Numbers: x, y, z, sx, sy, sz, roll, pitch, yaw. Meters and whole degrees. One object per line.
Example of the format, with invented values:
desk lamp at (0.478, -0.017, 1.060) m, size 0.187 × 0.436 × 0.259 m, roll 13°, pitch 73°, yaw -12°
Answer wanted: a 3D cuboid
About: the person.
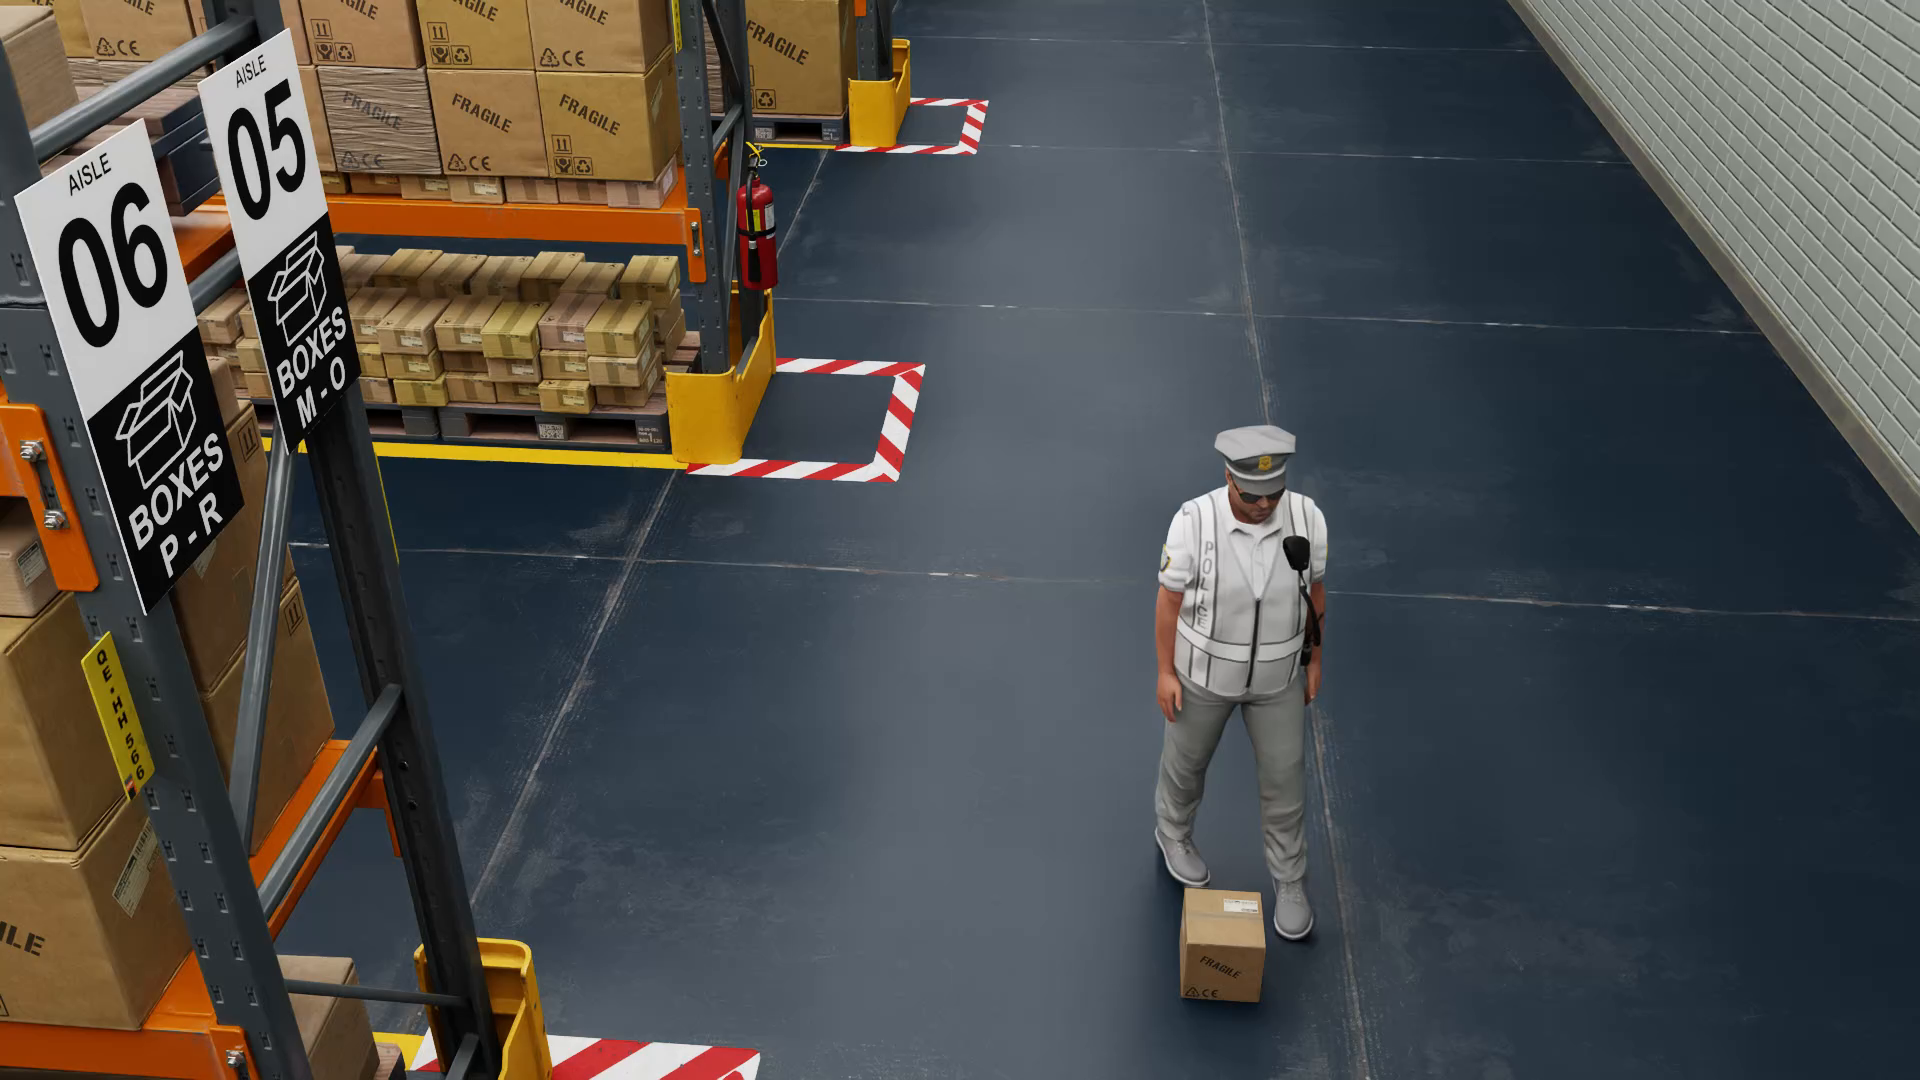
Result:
person at (0.922, 0.467, 5.365) m, size 0.569 × 1.742 × 0.590 m, roll -2°, pitch 32°, yaw -3°
